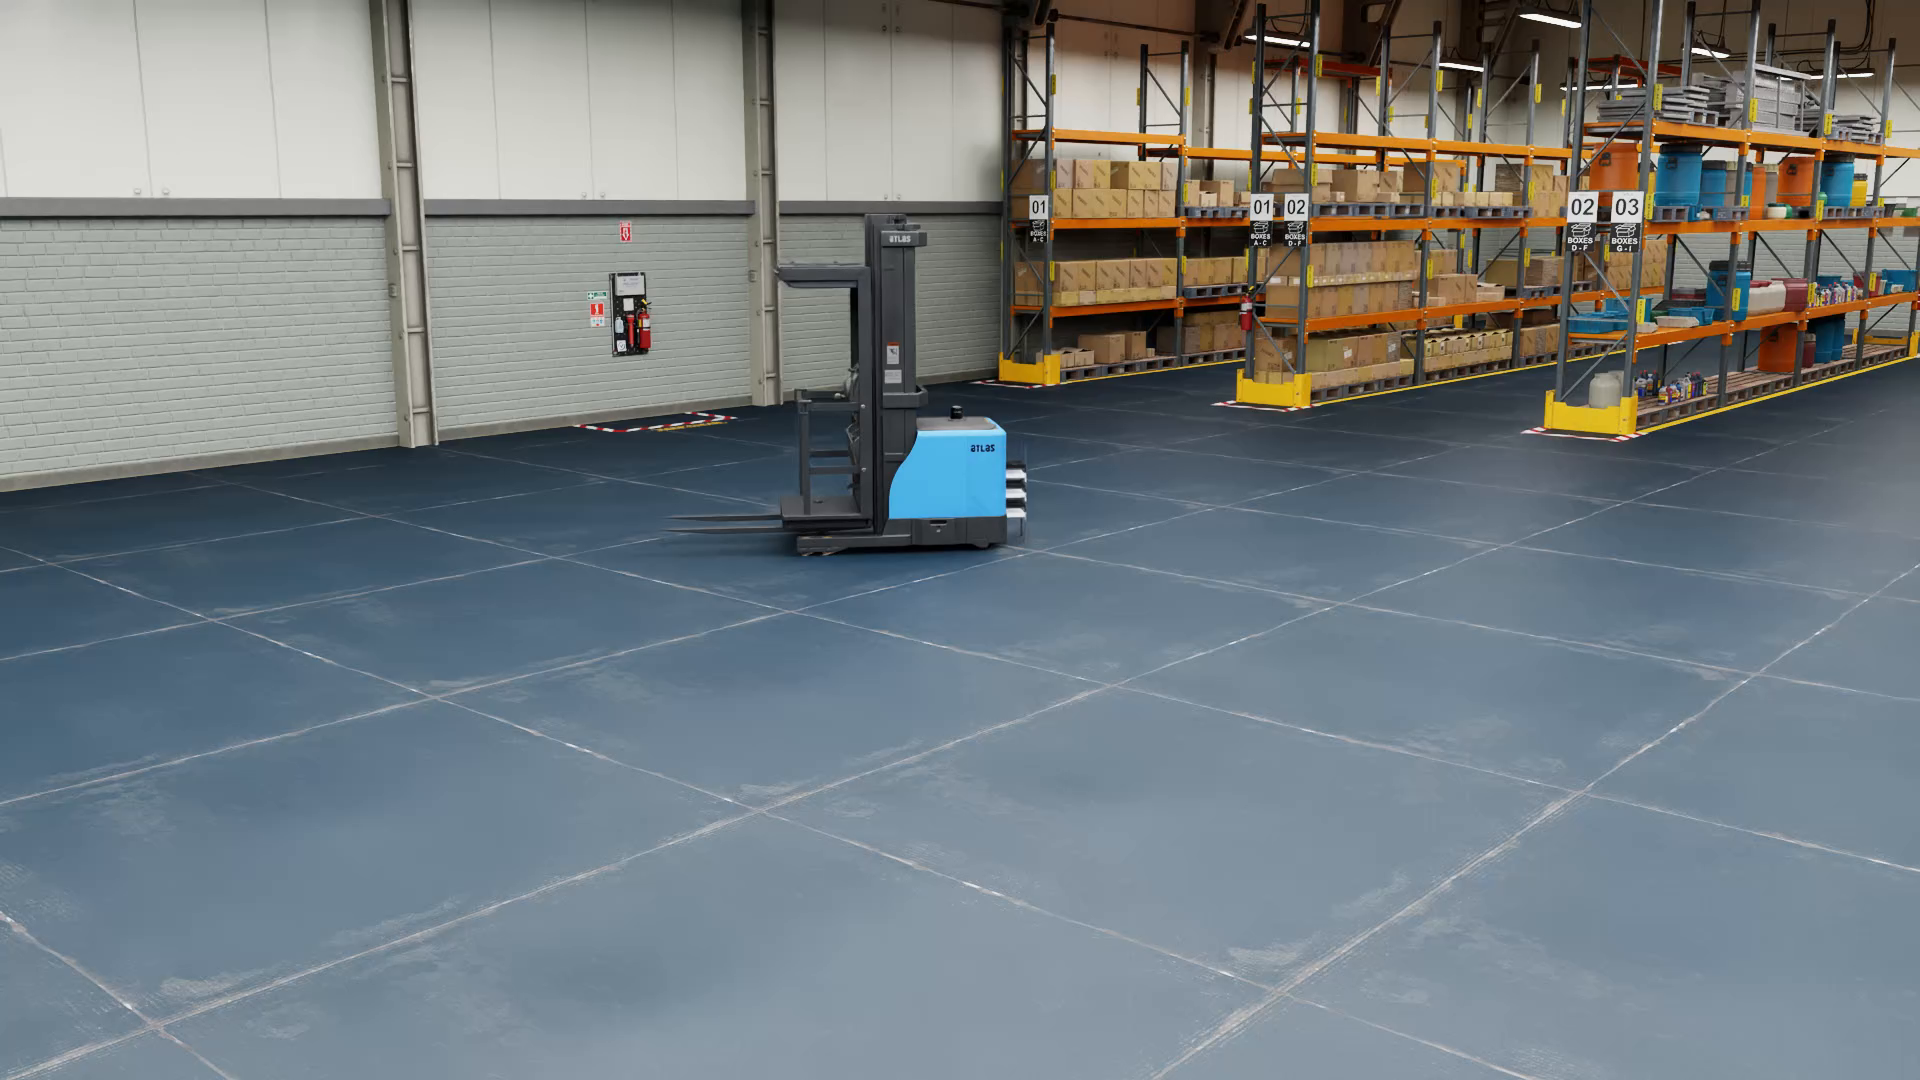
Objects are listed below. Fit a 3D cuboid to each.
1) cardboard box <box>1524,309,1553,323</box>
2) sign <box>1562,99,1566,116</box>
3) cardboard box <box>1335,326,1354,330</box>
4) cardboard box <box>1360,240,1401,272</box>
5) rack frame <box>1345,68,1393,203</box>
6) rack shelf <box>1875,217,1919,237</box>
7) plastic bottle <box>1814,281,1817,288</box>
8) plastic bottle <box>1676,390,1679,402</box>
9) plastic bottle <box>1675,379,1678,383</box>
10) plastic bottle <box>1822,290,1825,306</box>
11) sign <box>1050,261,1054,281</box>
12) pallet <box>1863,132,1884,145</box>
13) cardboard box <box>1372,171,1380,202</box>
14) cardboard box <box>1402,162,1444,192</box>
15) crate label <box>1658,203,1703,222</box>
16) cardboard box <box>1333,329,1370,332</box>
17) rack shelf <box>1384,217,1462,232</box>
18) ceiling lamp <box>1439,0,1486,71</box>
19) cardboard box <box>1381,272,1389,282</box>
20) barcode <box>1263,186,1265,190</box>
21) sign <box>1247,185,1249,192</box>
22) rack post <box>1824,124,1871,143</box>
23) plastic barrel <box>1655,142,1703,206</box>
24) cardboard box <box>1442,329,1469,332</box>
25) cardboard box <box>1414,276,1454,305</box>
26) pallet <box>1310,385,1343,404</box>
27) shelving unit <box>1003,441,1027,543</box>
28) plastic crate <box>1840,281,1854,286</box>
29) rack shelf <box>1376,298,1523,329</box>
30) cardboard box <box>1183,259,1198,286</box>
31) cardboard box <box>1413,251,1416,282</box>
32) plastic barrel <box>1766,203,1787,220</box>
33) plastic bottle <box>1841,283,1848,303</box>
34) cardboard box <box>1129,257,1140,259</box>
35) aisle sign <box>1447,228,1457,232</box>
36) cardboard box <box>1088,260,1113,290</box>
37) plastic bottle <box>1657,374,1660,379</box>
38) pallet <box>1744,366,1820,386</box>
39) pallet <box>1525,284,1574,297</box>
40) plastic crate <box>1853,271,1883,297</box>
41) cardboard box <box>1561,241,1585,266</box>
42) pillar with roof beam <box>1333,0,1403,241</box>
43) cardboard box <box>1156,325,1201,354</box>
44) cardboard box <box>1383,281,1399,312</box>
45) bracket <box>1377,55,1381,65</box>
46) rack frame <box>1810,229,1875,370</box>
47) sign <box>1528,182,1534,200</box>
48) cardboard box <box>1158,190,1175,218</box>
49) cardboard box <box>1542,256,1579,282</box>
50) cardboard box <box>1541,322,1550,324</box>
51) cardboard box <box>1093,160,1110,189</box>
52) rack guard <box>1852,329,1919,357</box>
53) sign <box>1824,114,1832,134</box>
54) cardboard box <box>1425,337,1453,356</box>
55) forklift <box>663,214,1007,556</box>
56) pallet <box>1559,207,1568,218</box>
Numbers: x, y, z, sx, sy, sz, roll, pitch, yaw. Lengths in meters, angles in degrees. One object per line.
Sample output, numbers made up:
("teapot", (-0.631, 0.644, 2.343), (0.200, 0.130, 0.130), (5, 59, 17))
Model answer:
("cardboard box", (11.643, -4.536, 33.646), (0.500, 0.250, 0.500), (10, 15, 40))
("sign", (12.410, -8.877, 34.131), (0.100, 0.325, 0.005), (10, 15, 40))
("cardboard box", (8.166, -4.913, 36.607), (0.750, 0.750, 0.750), (10, 15, 42))
("cardboard box", (6.904, -4.733, 27.720), (0.700, 0.500, 0.500), (10, 15, 40))
("rack frame", (9.082, -8.947, 37.070), (1.000, 3.000, 0.127), (10, 15, 40))
("rack shelf", (17.844, -6.137, 32.494), (1.077, 0.370, 4.000), (10, 15, 40))
("plastic bottle", (16.021, -4.684, 31.170), (0.144, 0.351, 0.185), (10, 15, 40))
("plastic bottle", (10.391, -2.108, 24.169), (0.097, 0.201, 0.097), (0, 11, 0))
("plastic bottle", (10.600, -2.233, 24.581), (0.061, 0.283, 0.133), (10, 15, 40))
("plastic bottle", (15.119, -4.244, 29.168), (0.097, 0.271, 0.097), (0, 11, 0))
("sign", (1.568, -4.594, 28.382), (0.100, 0.325, 0.005), (10, 15, 40))
("pallet", (16.001, -7.252, 30.085), (1.003, 0.211, 1.213), (10, 15, 40))
("cardboard box", (6.343, -5.758, 27.070), (0.637, 0.503, 0.797), (-10, 15, -41))
("cardboard box", (7.961, -6.245, 28.596), (0.500, 0.500, 0.500), (10, 15, 41))
("crate label", (10.086, -4.589, 23.290), (0.502, 0.251, 0.408), (10, 15, 40))
("cardboard box", (6.659, -3.311, 28.203), (0.500, 0.500, 0.500), (10, 15, 40))
("rack shelf", (10.402, -7.417, 38.907), (1.077, 0.370, 4.000), (10, 15, 40))
("ceiling lamp", (10.639, -11.324, 34.067), (0.800, 3.185, 2.000), (10, 15, 40))
("cardboard box", (6.833, -4.338, 27.400), (0.380, 0.149, 0.250), (10, 15, 40))
("barcode", (4.721, -5.462, 25.798), (0.001, 0.075, 0.075), (10, 15, 40))
("sign", (6.030, -7.253, 34.724), (0.100, 0.325, 0.005), (10, 15, 40))
("rack post", (15.283, -7.107, 29.132), (0.954, 0.300, 0.937), (-10, 15, -41))
("plastic barrel", (10.505, -5.337, 24.303), (0.600, 0.901, 0.708), (10, 15, 40))
("cardboard box", (9.258, -3.792, 31.092), (0.500, 0.311, 0.500), (9, 15, 39))
("cardboard box", (8.392, -4.426, 29.494), (0.500, 0.500, 0.500), (-11, 16, -43))
("pallet", (5.357, -2.350, 26.477), (1.003, 0.211, 1.213), (10, 15, 40))
("shelving unit", (0.480, -0.441, 15.162), (0.210, 0.900, 0.258), (-1, 11, -7))
("plastic crate", (17.687, -5.028, 33.041), (0.416, 0.233, 0.300), (10, 15, 40))
("rack shelf", (8.845, -4.130, 30.104), (1.077, 0.370, 4.000), (10, 15, 40))
("cardboard box", (4.163, -5.163, 32.064), (0.700, 0.500, 0.500), (10, 15, 41))
("cardboard box", (9.938, -6.337, 38.551), (0.980, 0.700, 0.700), (9, 15, 39))
("plastic barrel", (13.219, -5.322, 26.930), (0.301, 0.262, 0.301), (0, 11, 0))
("plastic bottle", (16.041, -4.495, 30.224), (0.144, 0.351, 0.185), (10, 15, 40))
("cardboard box", (3.334, -5.090, 31.493), (0.500, 0.500, 0.500), (9, 15, 39))
("aisle sign", (11.995, -7.840, 40.208), (0.394, 0.787, 0.004), (10, 15, 40))
("cardboard box", (2.381, -4.722, 29.648), (0.500, 0.500, 0.500), (9, 14, 39))
("plastic bottle", (10.591, -2.376, 25.299), (0.061, 0.283, 0.133), (10, 15, 40))
("pallet", (14.372, -2.890, 29.179), (1.003, 0.211, 1.213), (10, 15, 40))
("pallet", (11.445, -4.969, 32.961), (1.003, 0.211, 1.213), (10, 15, 40))
("plastic crate", (17.302, -4.884, 31.727), (0.402, 0.464, 0.583), (10, 15, 40))
("cardboard box", (12.945, -6.012, 34.886), (0.500, 0.500, 0.500), (10, 15, 41))
("pillar with roof beam", (12.128, -8.605, 35.359), (9.100, 9.000, 0.548), (10, 15, 40))
("cardboard box", (4.274, -3.928, 32.519), (0.700, 0.500, 0.500), (10, 15, 42))
("cardboard box", (6.893, -4.093, 27.827), (0.700, 0.500, 0.500), (10, 15, 40))
("bracket", (9.435, -10.942, 37.869), (0.235, 0.232, 0.430), (10, 15, 40))
("rack frame", (16.524, -4.724, 31.244), (1.000, 3.000, 0.127), (10, 15, 40))
("sign", (10.576, -6.467, 30.789), (0.100, 0.325, 0.005), (10, 15, 40))
("cardboard box", (3.652, -6.251, 30.925), (0.500, 0.500, 0.500), (10, 15, 42))
("cardboard box", (12.325, -5.579, 34.198), (0.700, 0.500, 0.500), (4, 12, 21))
("cardboard box", (11.624, -4.163, 33.693), (0.500, 0.500, 0.500), (10, 15, 41))
("cardboard box", (2.296, -6.429, 29.262), (0.500, 0.500, 0.500), (10, 15, 42))
("rack guard", (19.170, -4.092, 34.462), (1.175, 0.500, 0.348), (10, 15, 40))
("sign", (14.301, -6.849, 27.391), (0.100, 0.325, 0.005), (10, 15, 40))
("cardboard box", (8.319, -3.422, 29.242), (0.500, 0.311, 0.500), (10, 15, 40))
("forklift", (-1.138, -1.408, 14.818), (3.031, 2.935, 1.130), (-1, 11, -7))
("pallet", (11.640, -6.504, 32.977), (1.213, 0.211, 1.003), (10, 15, 40))
